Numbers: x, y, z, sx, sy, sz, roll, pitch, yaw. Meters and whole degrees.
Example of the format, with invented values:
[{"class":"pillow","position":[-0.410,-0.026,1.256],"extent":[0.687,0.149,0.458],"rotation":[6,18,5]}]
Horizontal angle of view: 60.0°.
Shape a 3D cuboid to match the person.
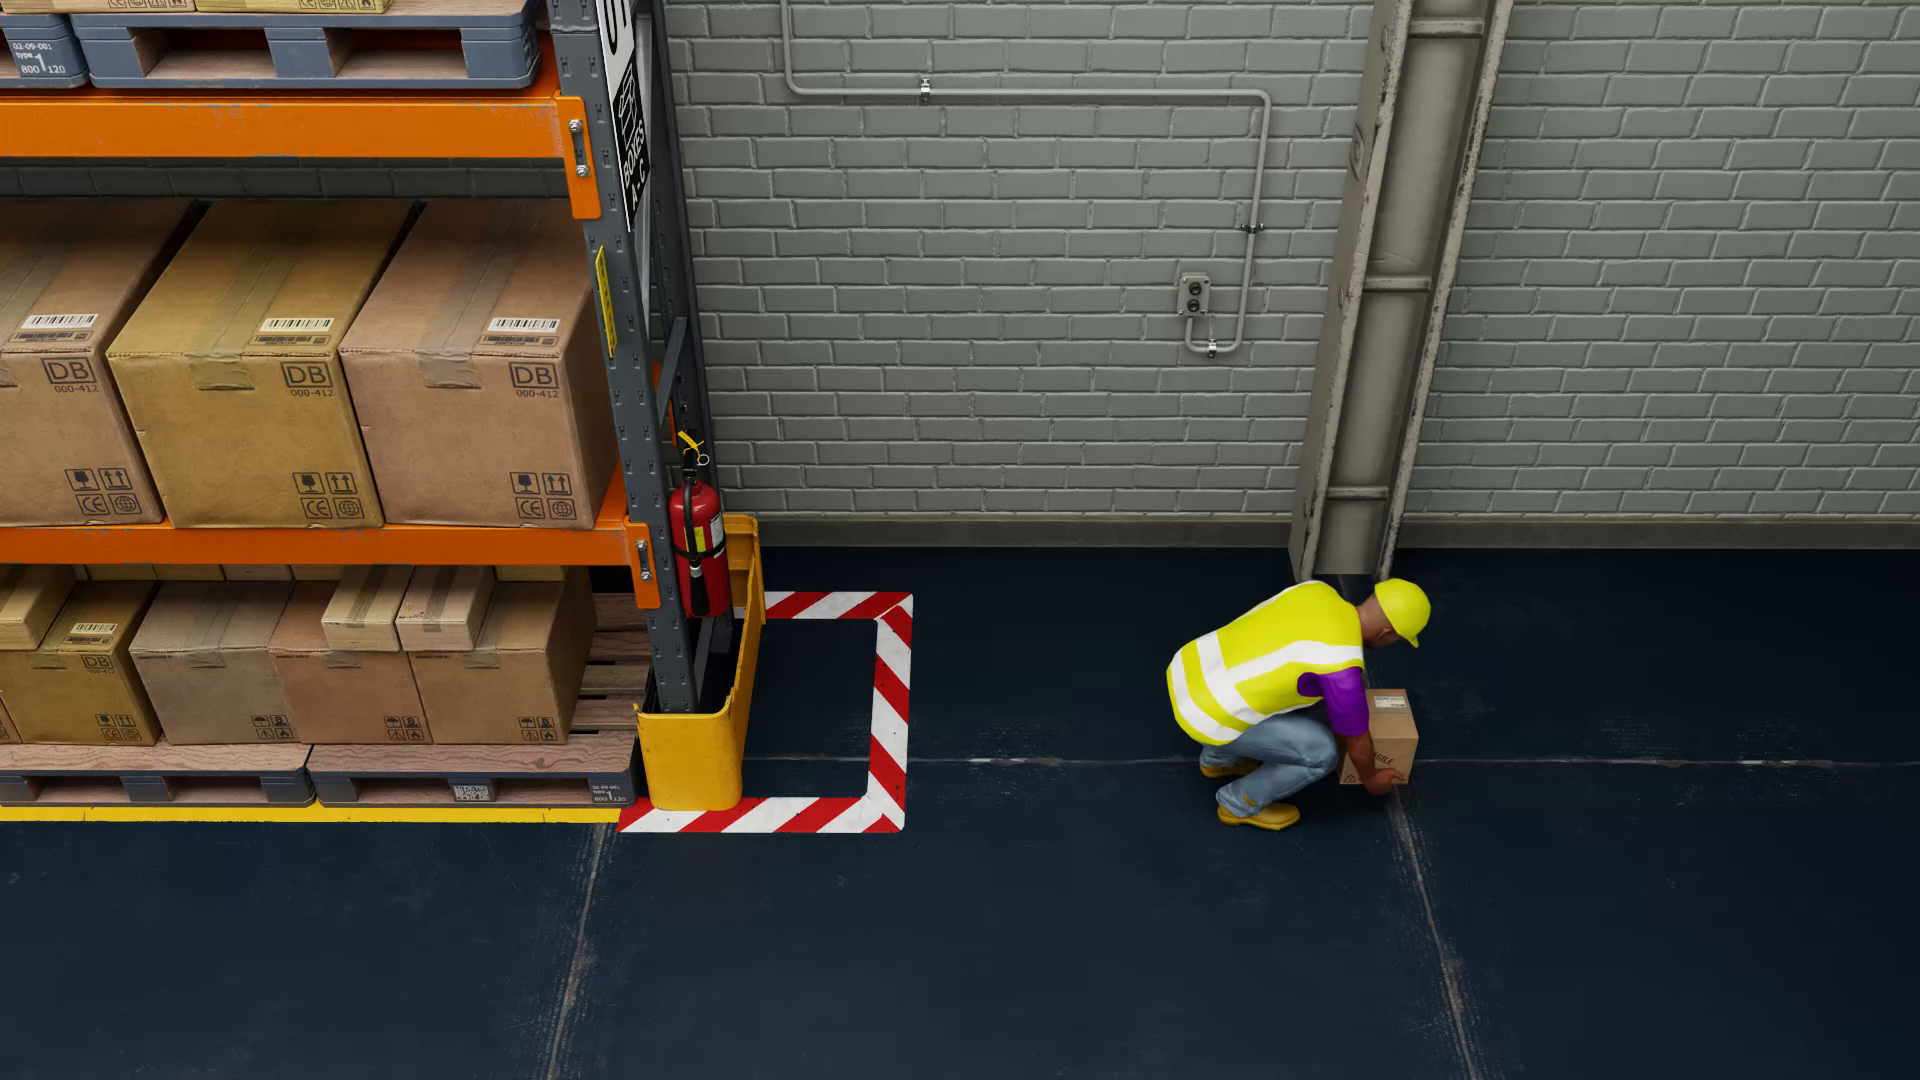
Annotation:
[{"class":"person","position":[1.199,0.563,6.046],"extent":[0.897,1.017,0.537],"rotation":[-1,39,-1]}]
